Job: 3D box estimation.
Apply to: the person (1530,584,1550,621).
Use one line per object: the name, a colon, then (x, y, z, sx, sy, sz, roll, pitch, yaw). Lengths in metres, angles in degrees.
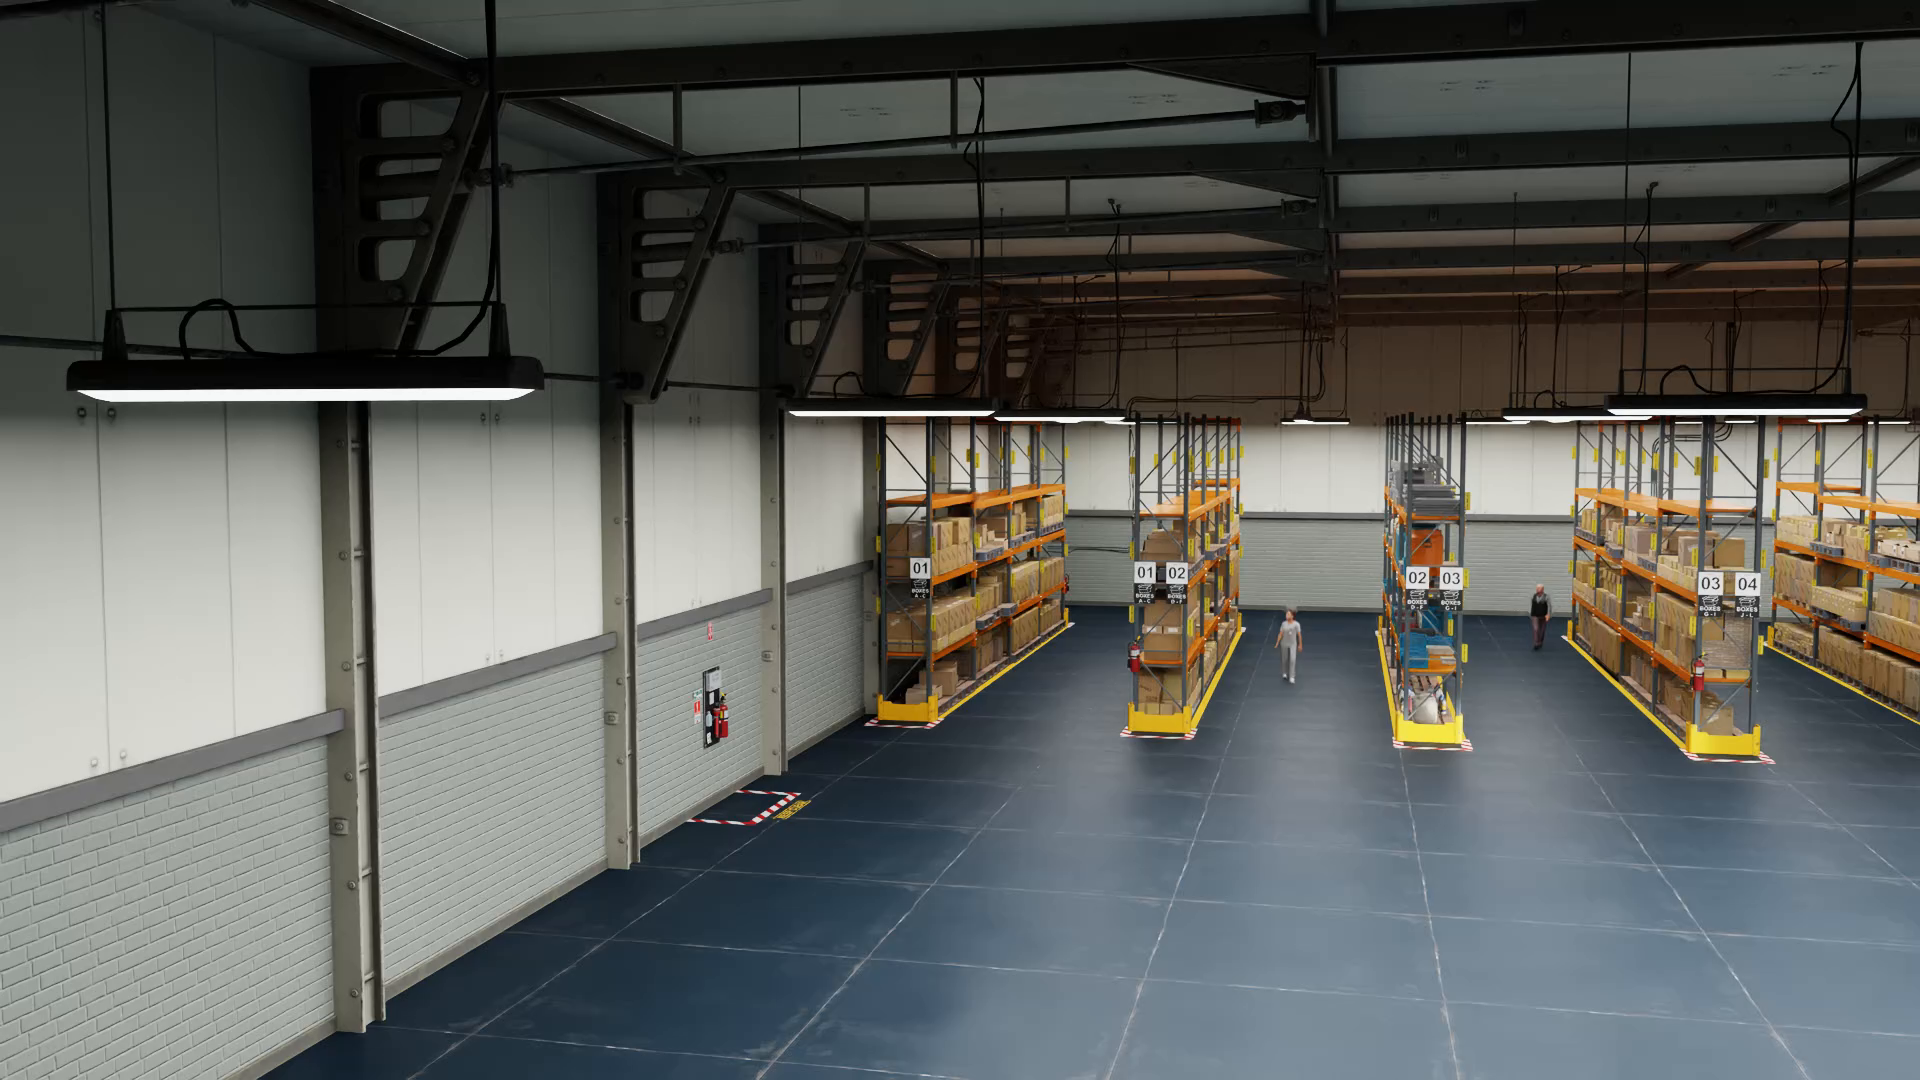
person: (14.934, 1.657, 42.759, 0.452, 1.013, 0.607, 1, 4, 13)

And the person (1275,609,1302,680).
person: (7.418, 2.339, 37.533, 0.593, 1.563, 0.892, 1, 4, 12)
